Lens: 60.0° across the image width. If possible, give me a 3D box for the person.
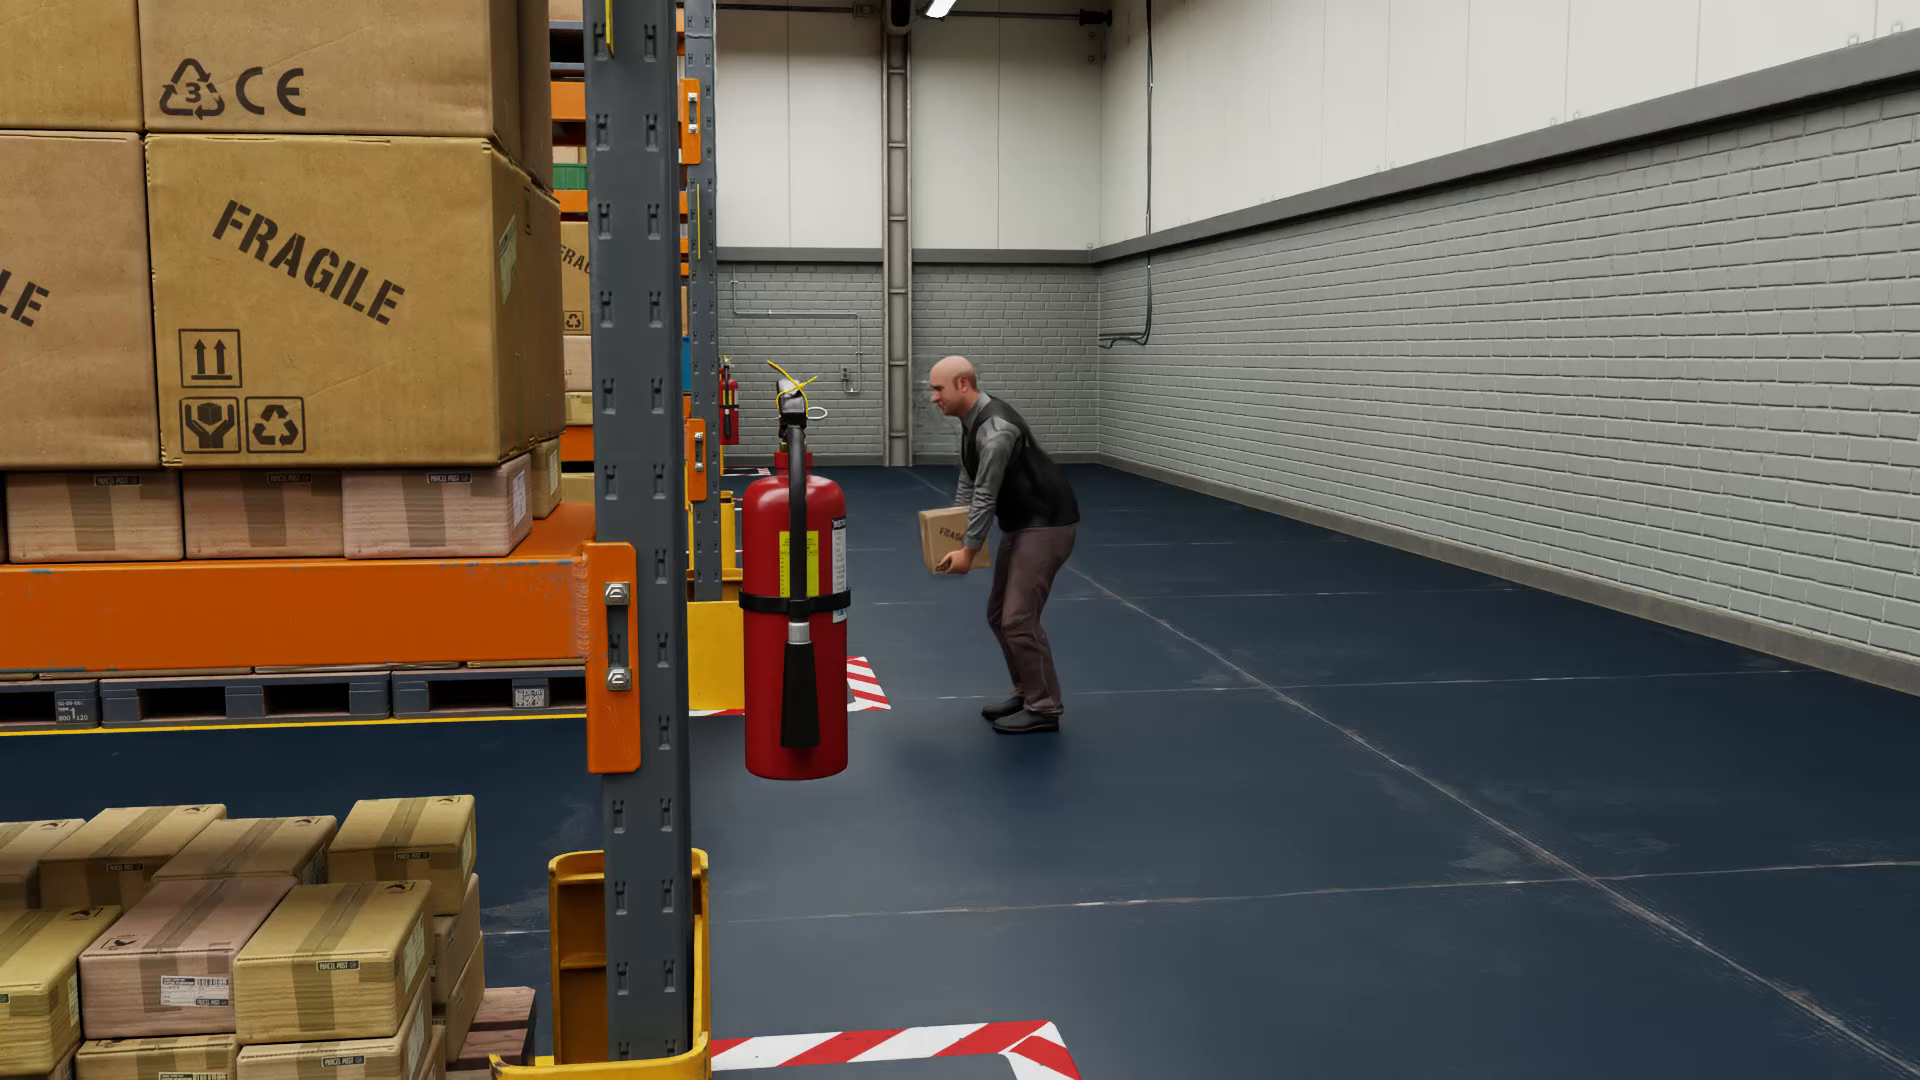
[{"bbox_3d":[0.190,0.014,7.206,0.646,1.615,0.475,-1,7,-10],"label":"person"}]
